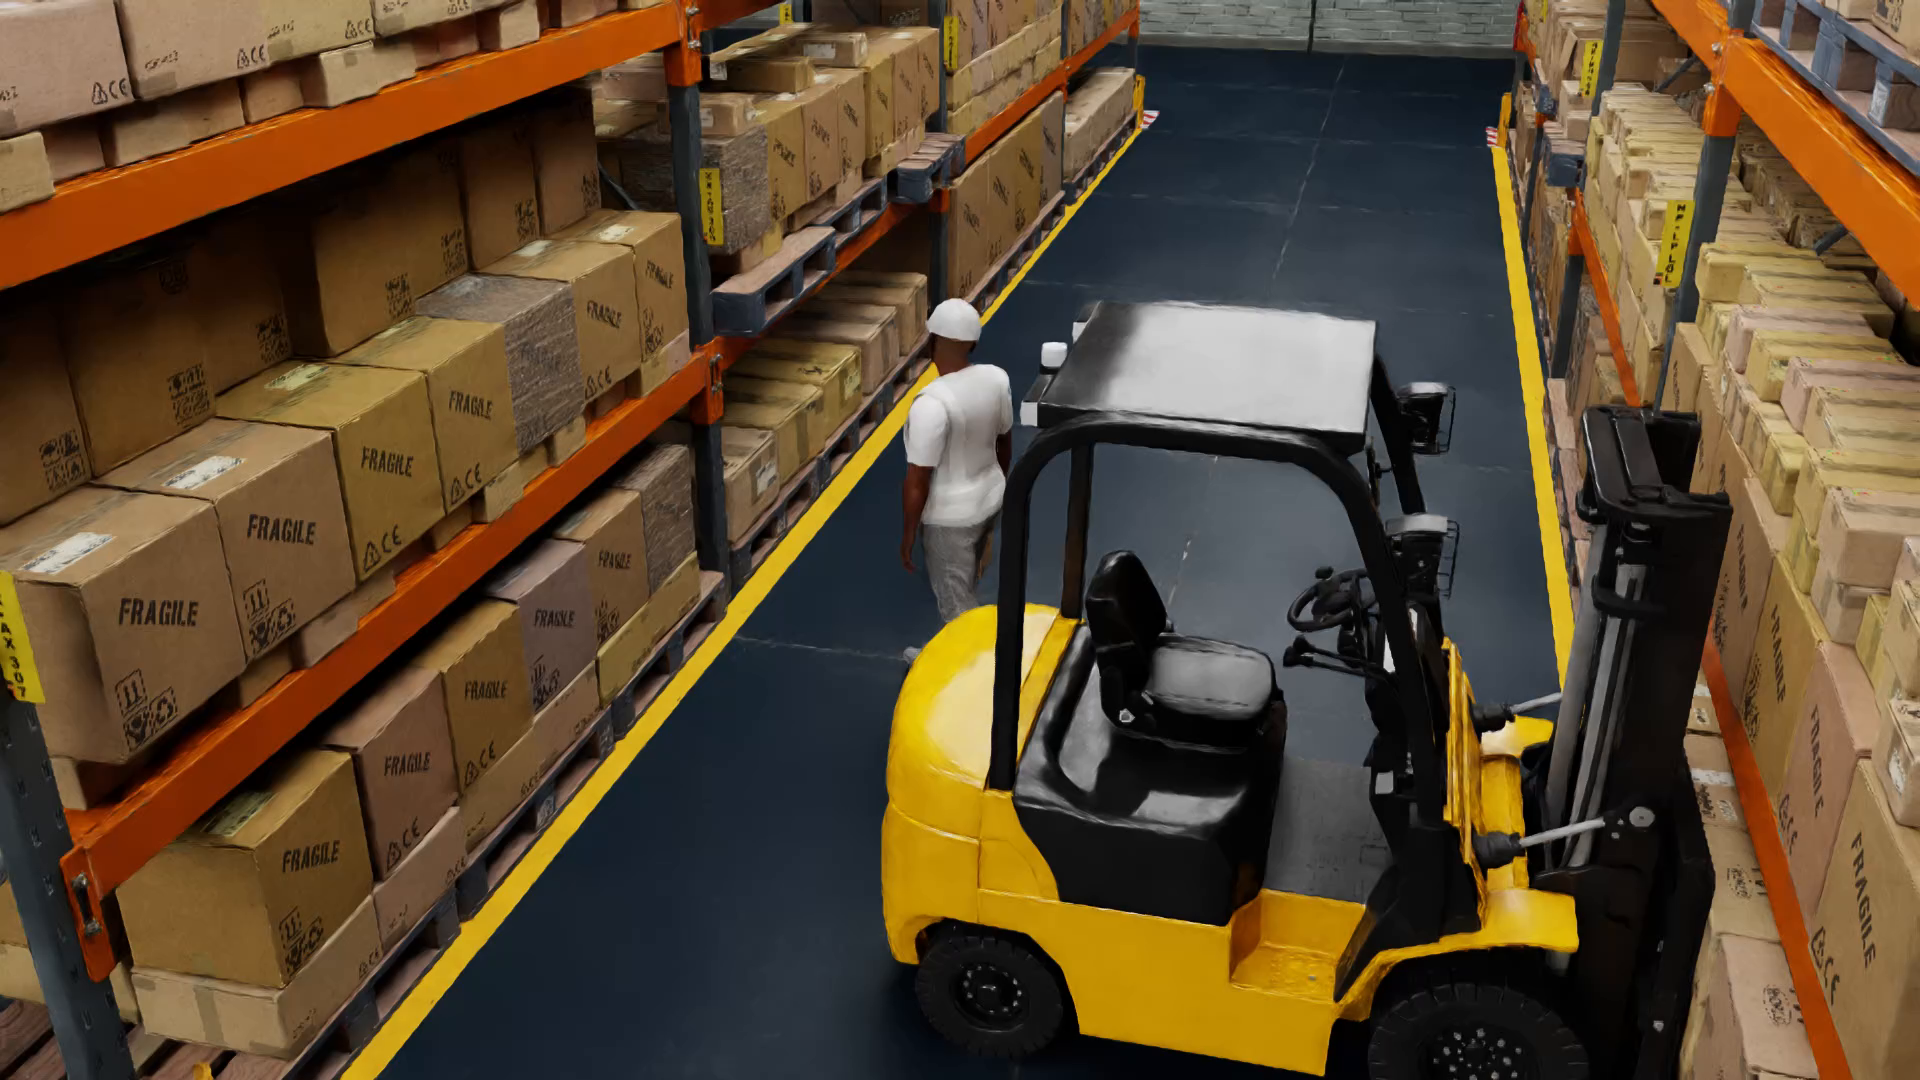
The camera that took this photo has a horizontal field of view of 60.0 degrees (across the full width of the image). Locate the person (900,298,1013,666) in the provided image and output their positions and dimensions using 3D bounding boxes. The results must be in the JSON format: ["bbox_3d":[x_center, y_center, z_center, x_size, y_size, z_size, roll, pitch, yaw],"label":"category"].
[{"bbox_3d":[-0.049,-0.143,6.831,0.589,1.764,0.696,14,29,27],"label":"person"}]
